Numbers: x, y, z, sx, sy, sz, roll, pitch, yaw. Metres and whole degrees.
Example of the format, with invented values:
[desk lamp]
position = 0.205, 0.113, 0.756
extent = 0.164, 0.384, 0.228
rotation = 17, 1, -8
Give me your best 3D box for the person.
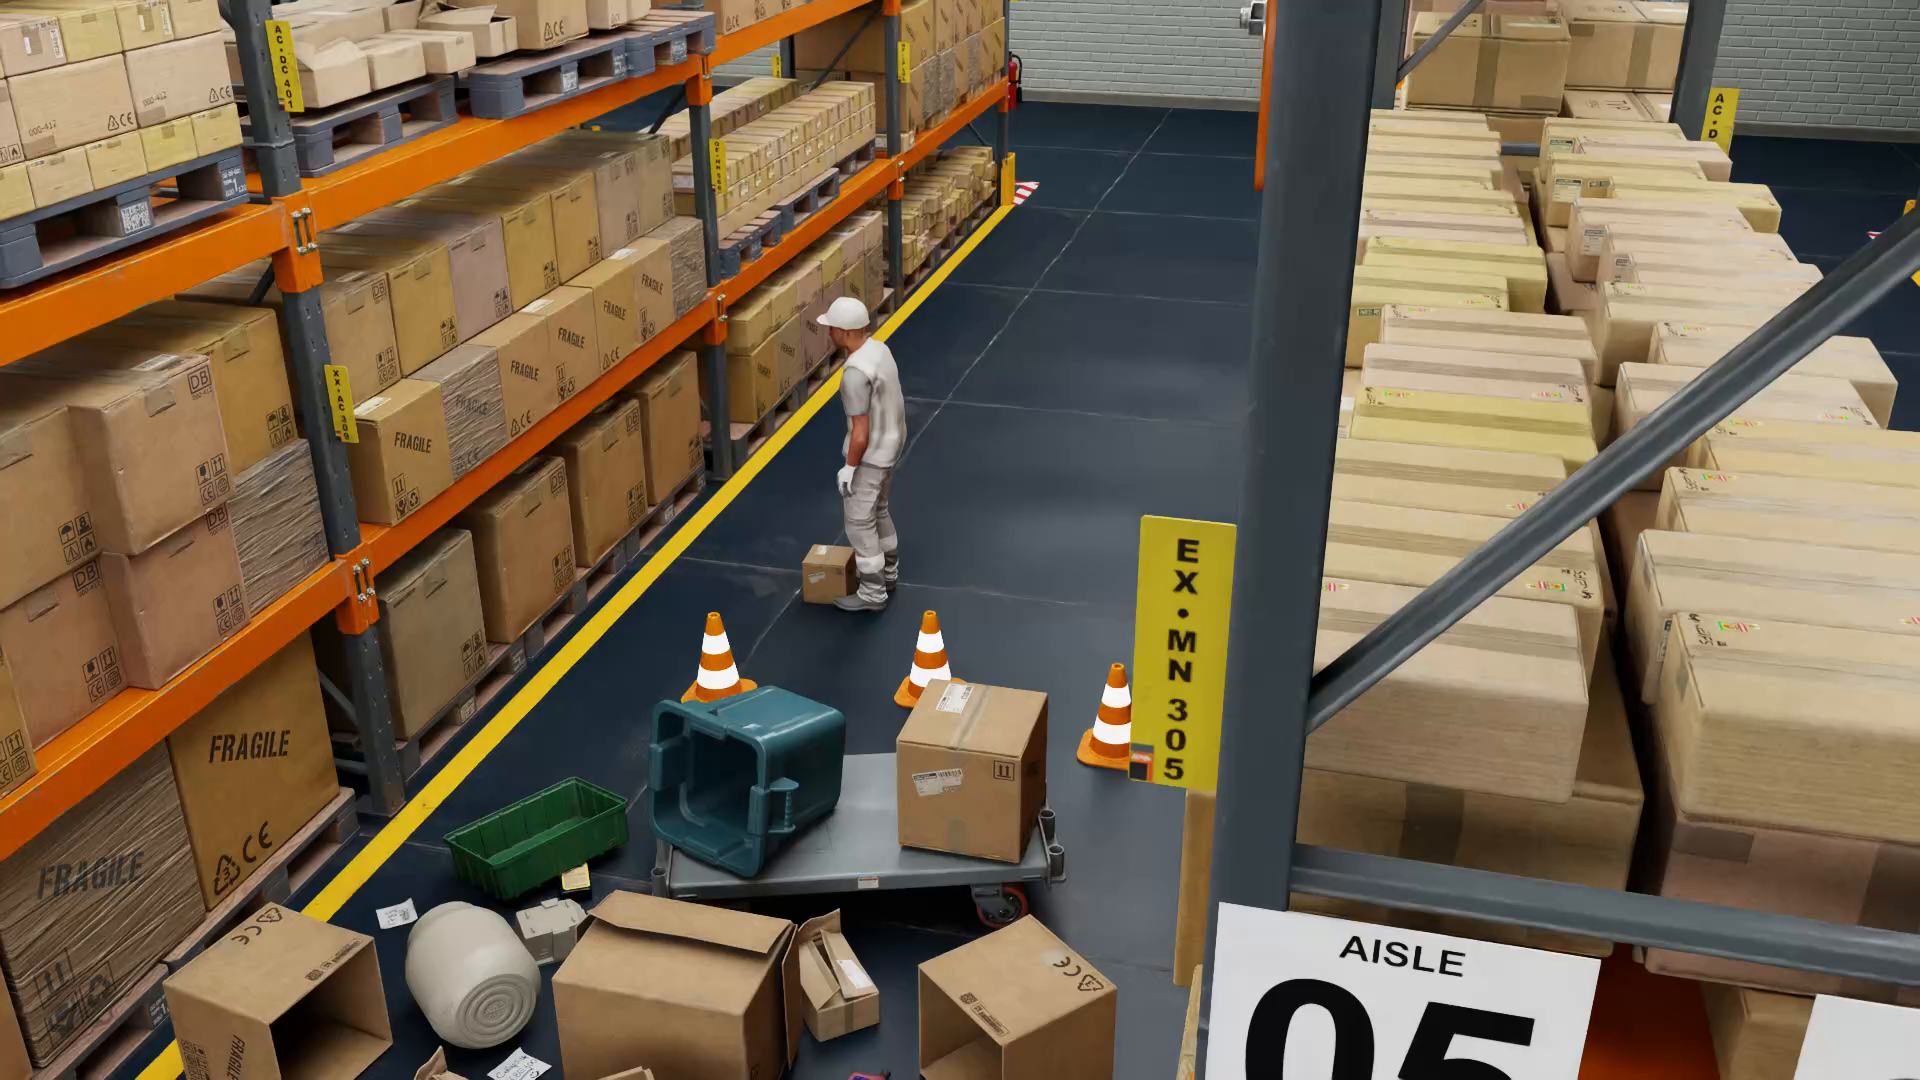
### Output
[person]
position = -0.527, -0.466, 9.087
extent = 0.454, 1.779, 0.620
rotation = 6, 26, 12
